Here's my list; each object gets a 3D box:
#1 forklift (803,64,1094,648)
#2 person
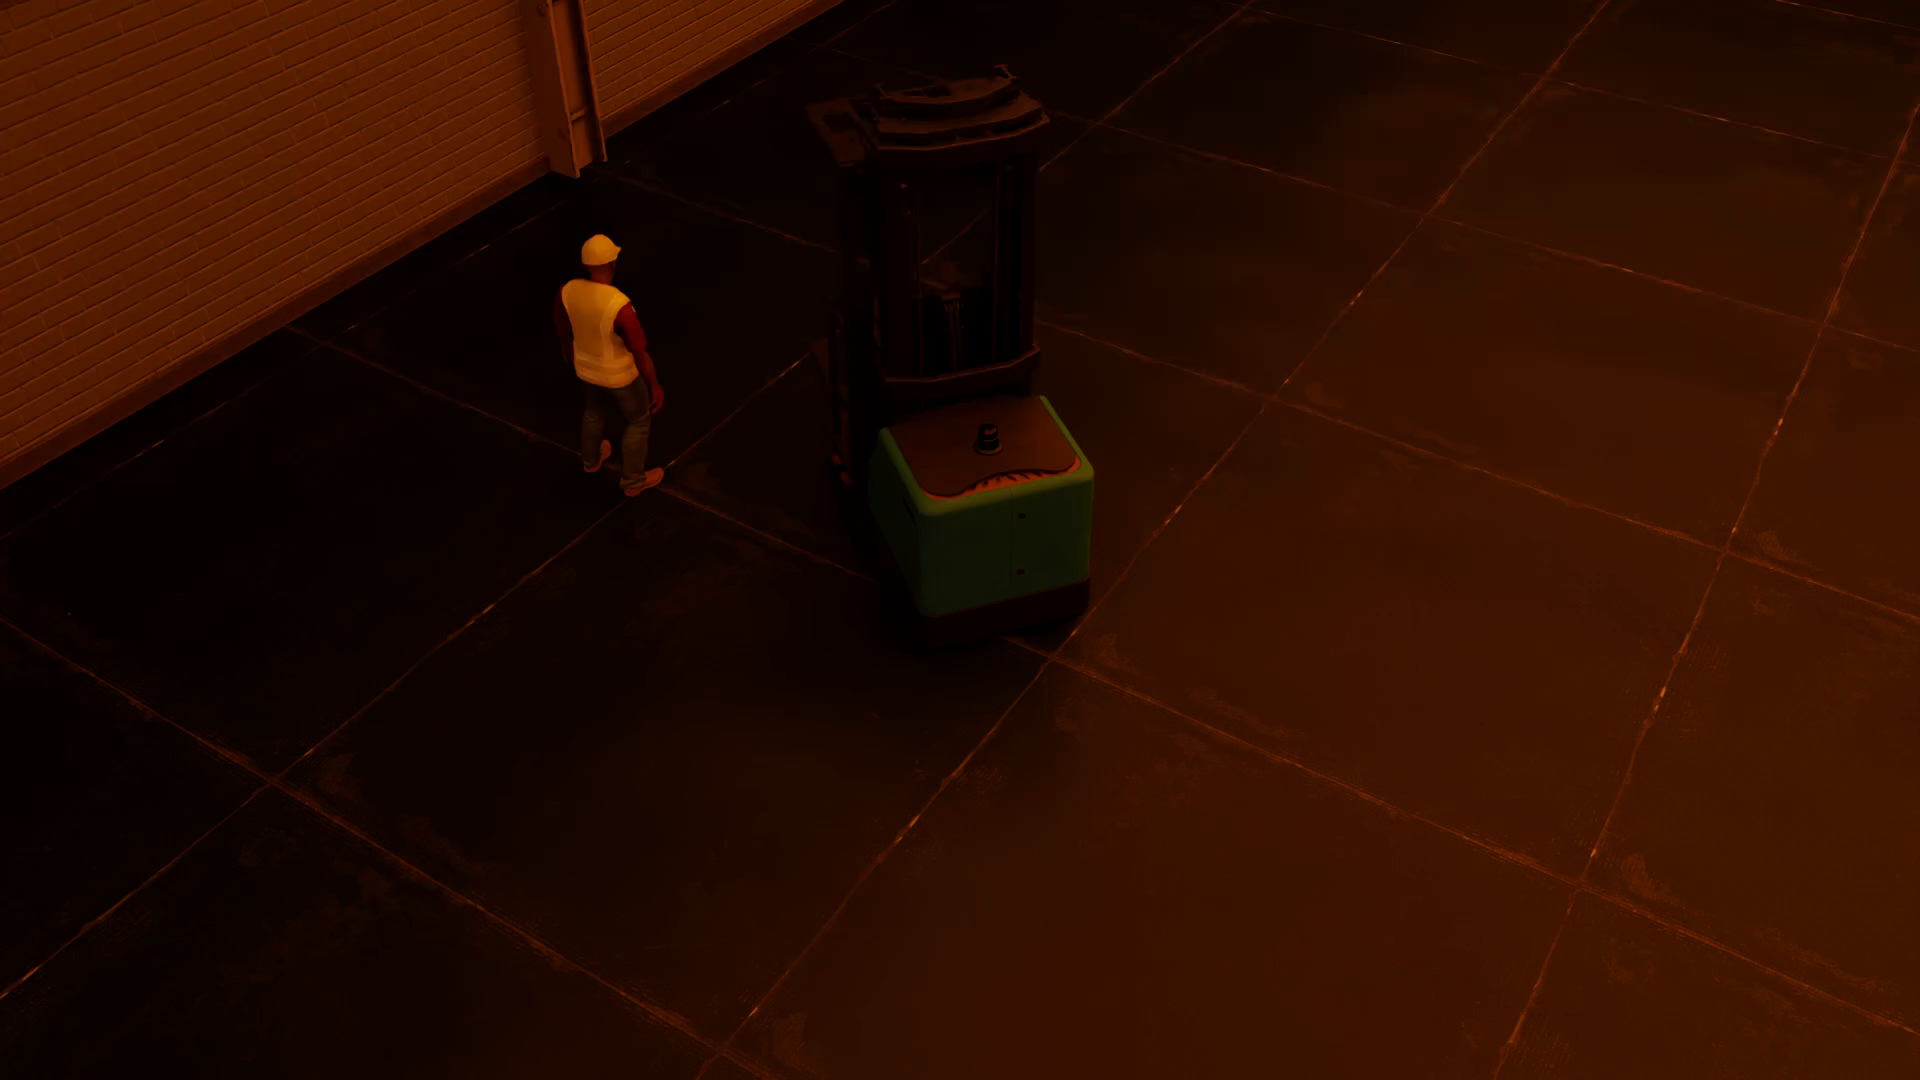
[{"bbox_3d":[-0.219,-1.469,9.700,1.130,2.935,3.031,-13,42,-15],"label":"forklift"},{"bbox_3d":[-2.121,-1.071,10.150,0.807,1.745,0.413,19,44,21],"label":"person"}]
